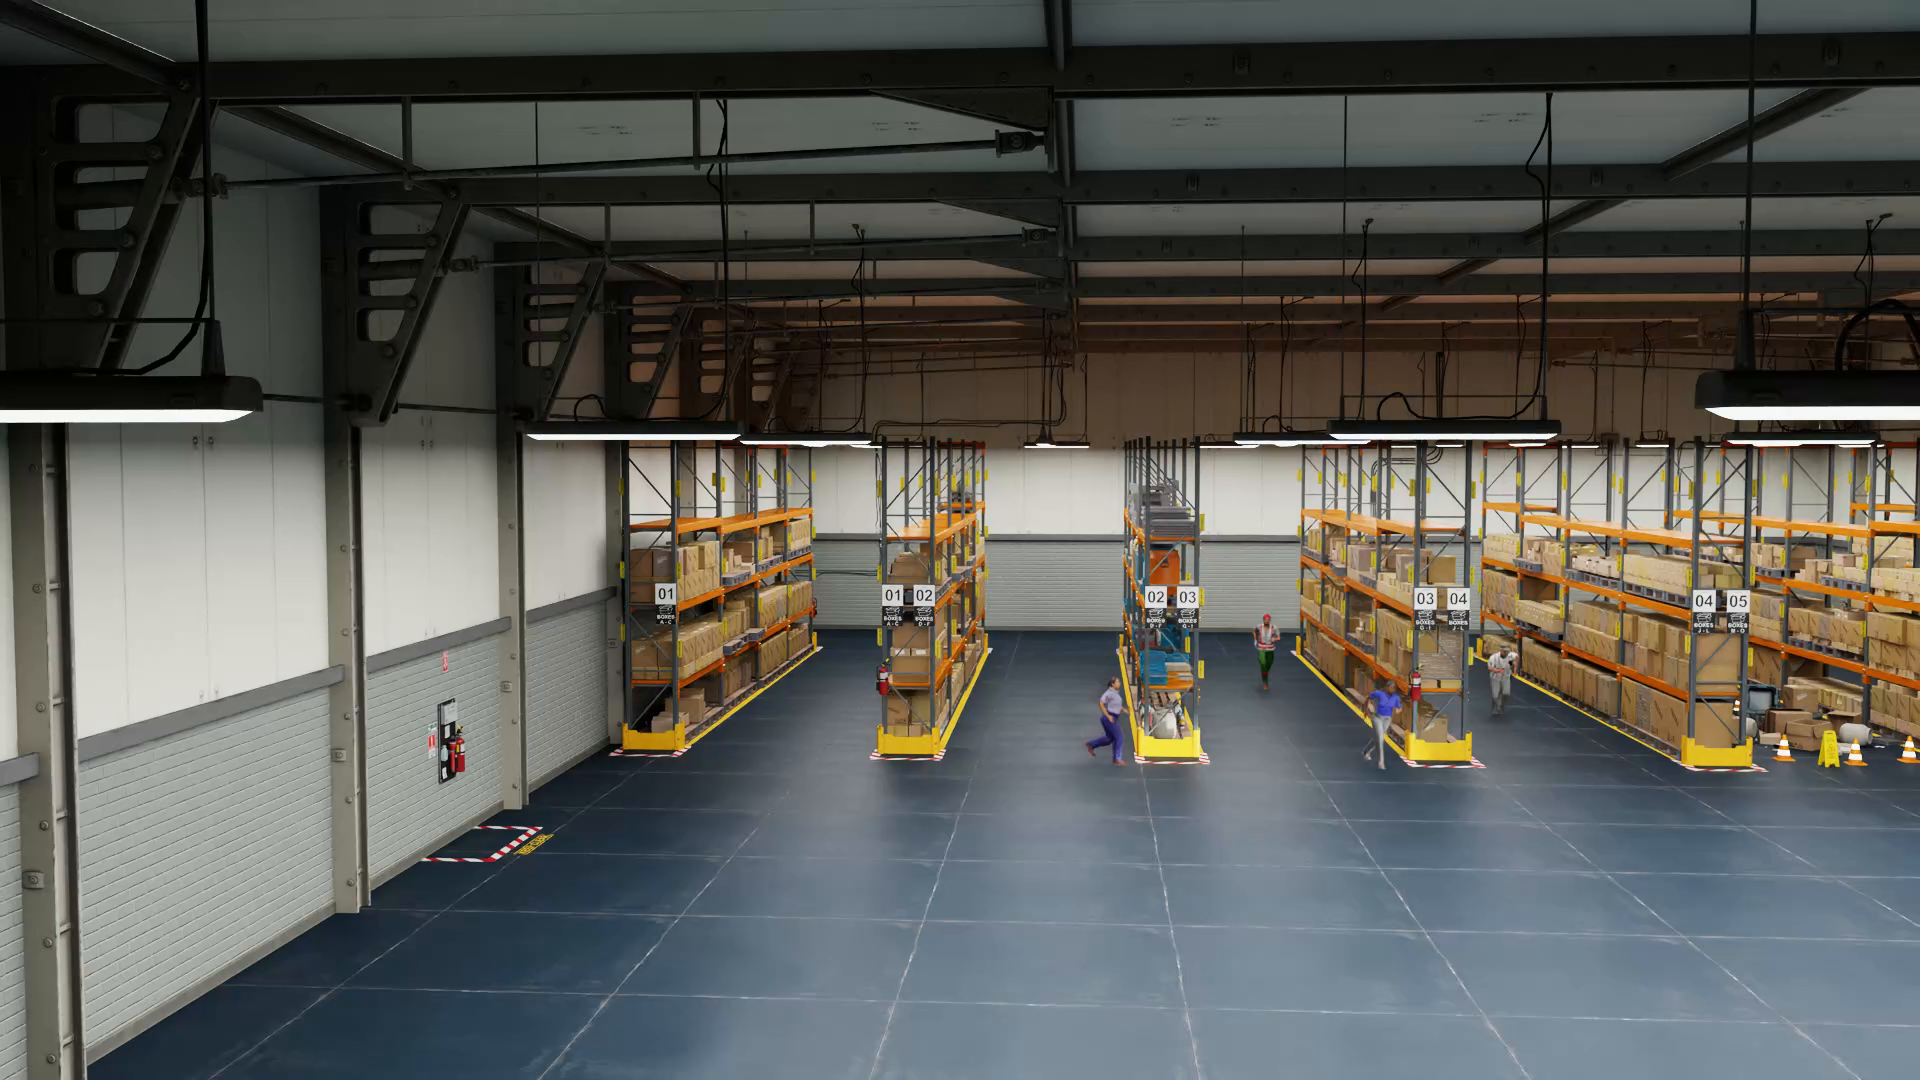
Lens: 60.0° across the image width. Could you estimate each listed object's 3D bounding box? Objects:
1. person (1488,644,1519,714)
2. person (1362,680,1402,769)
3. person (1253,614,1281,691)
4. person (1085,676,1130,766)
[{"bbox_3d":[11.717,3.007,35.868,0.701,1.573,0.943,0,3,5],"label":"person"},{"bbox_3d":[7.662,3.294,30.167,0.610,1.568,0.964,-1,3,-14],"label":"person"},{"bbox_3d":[7.431,2.694,40.249,0.605,1.834,1.081,0,3,-1],"label":"person"},{"bbox_3d":[2.676,3.305,30.401,0.827,1.618,0.577,1,3,16],"label":"person"}]
